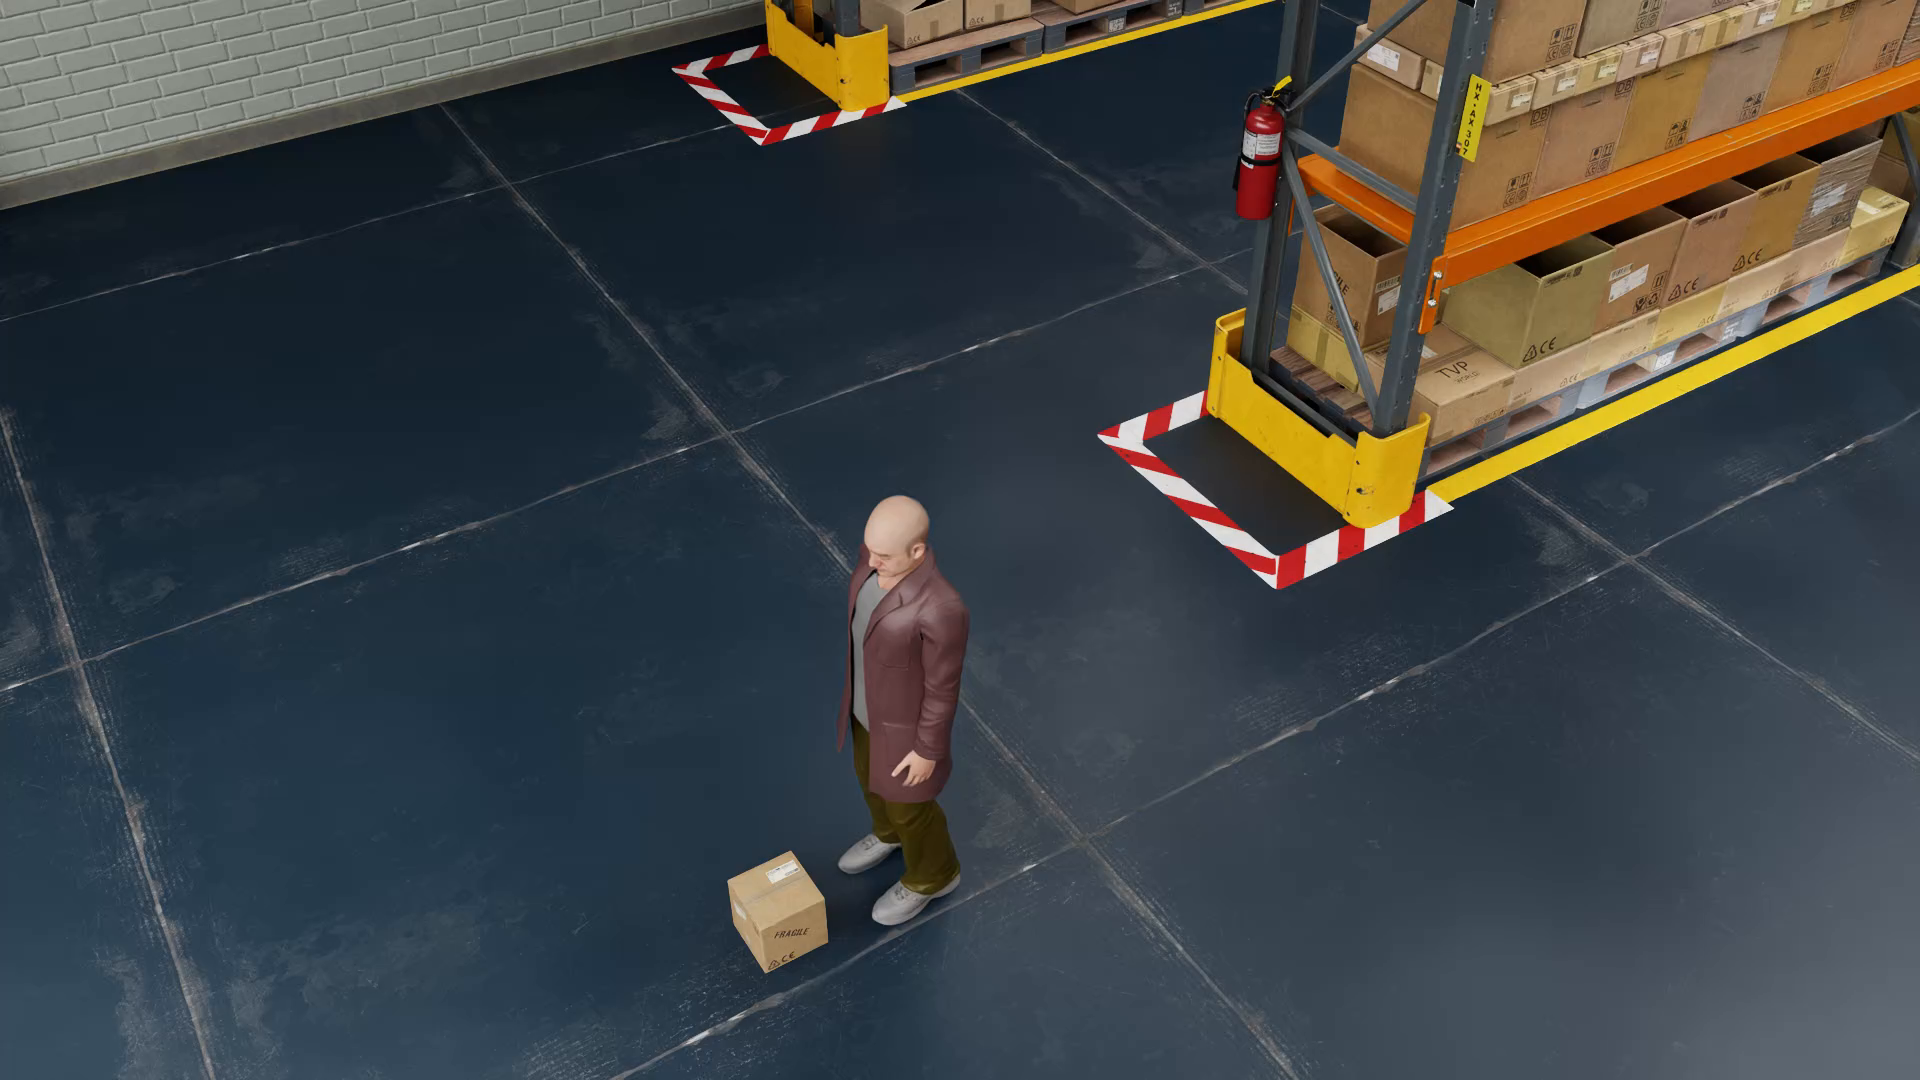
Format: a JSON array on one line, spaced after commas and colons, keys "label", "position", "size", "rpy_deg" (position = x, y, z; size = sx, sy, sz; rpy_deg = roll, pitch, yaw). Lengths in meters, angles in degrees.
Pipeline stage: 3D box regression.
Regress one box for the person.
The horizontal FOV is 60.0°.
[{"label": "person", "position": [-0.204, 0.570, 5.508], "size": [0.388, 1.782, 0.562], "rpy_deg": [-21, 45, -23]}]
